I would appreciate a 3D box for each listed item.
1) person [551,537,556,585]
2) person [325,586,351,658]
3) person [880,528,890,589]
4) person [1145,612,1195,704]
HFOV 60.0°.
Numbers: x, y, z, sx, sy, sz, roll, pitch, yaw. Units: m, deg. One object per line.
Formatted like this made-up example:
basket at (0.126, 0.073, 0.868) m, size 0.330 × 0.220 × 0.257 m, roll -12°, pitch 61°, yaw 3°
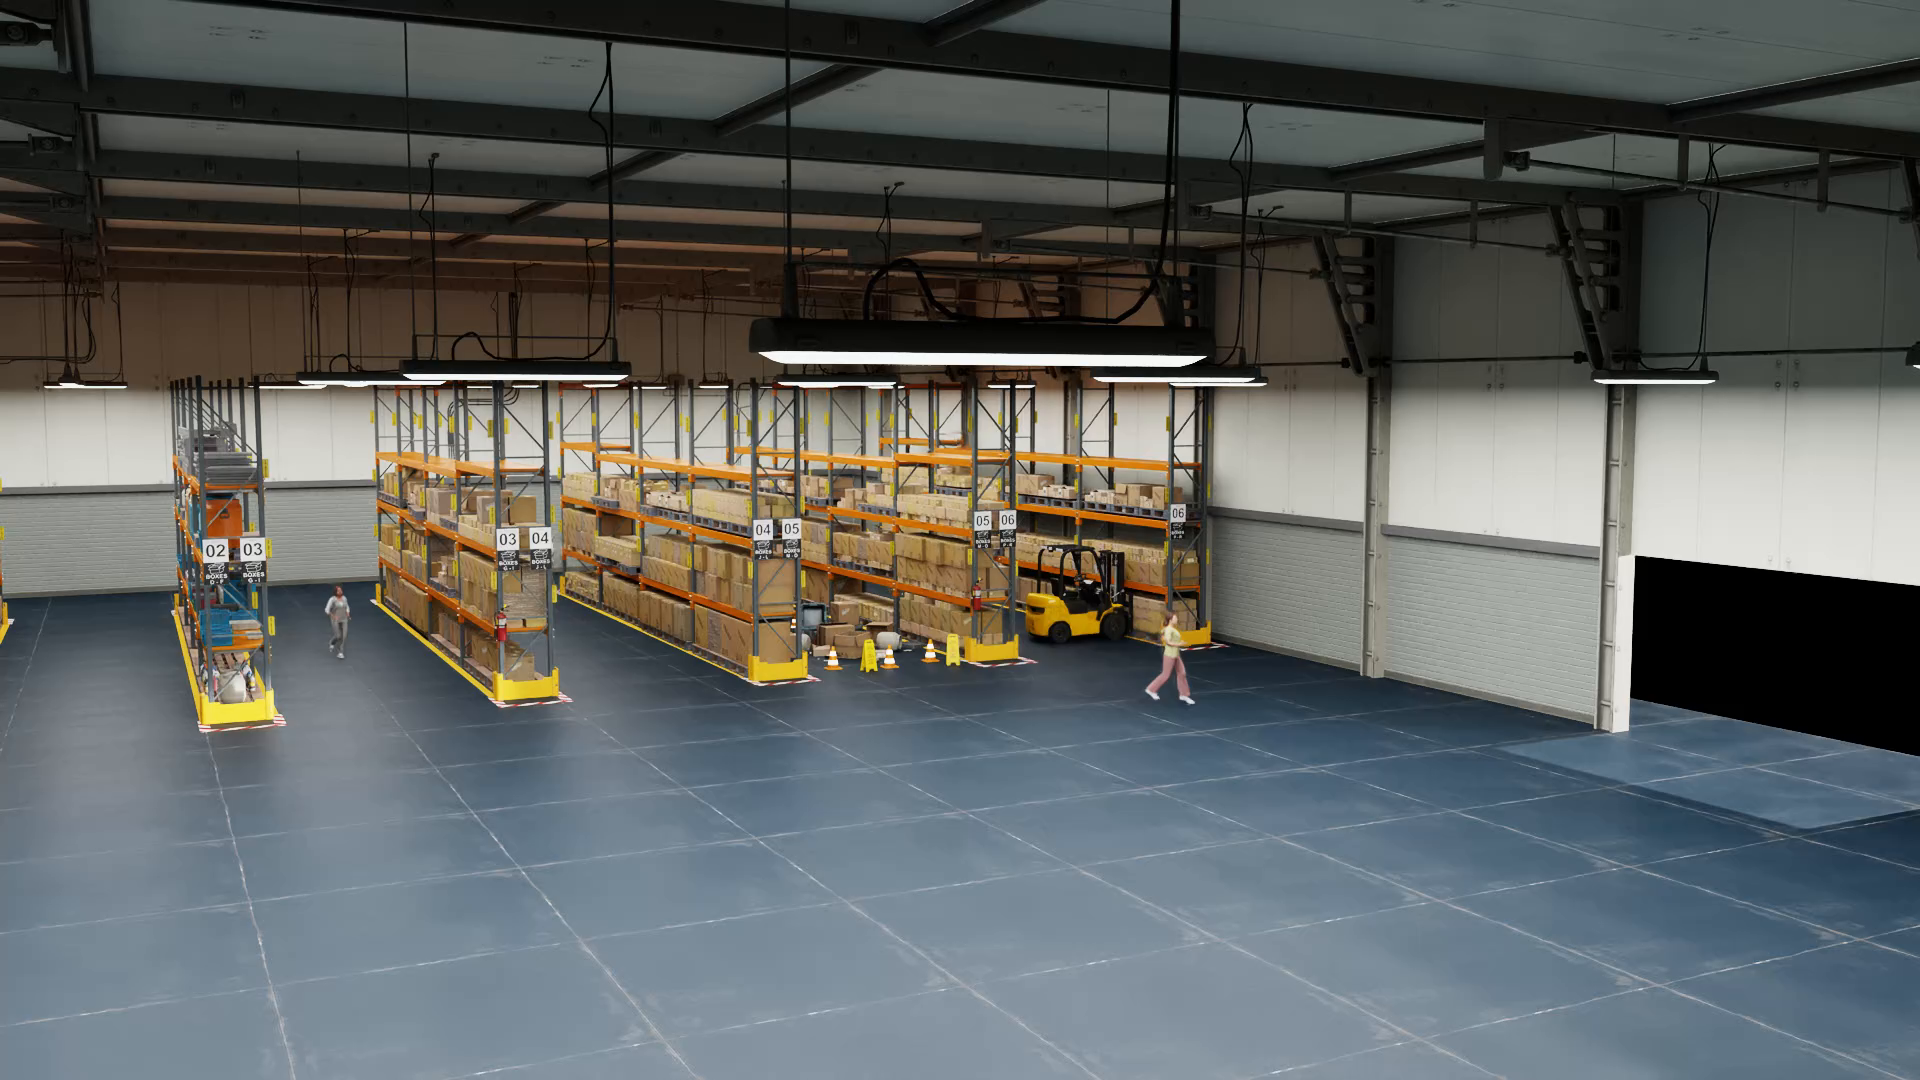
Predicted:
person at (-11.952, 0.663, 47.972) m, size 0.741 × 1.678 × 0.712 m, roll -5°, pitch 7°, yaw -42°
person at (-13.404, 1.760, 35.861) m, size 0.534 × 1.553 × 0.557 m, roll -5°, pitch 7°, yaw -43°
person at (-2.152, 0.510, 46.174) m, size 0.625 × 1.712 × 0.591 m, roll -3°, pitch 6°, yaw -33°
person at (3.858, 2.161, 30.516) m, size 0.927 × 1.696 × 0.565 m, roll 2°, pitch 5°, yaw 21°
